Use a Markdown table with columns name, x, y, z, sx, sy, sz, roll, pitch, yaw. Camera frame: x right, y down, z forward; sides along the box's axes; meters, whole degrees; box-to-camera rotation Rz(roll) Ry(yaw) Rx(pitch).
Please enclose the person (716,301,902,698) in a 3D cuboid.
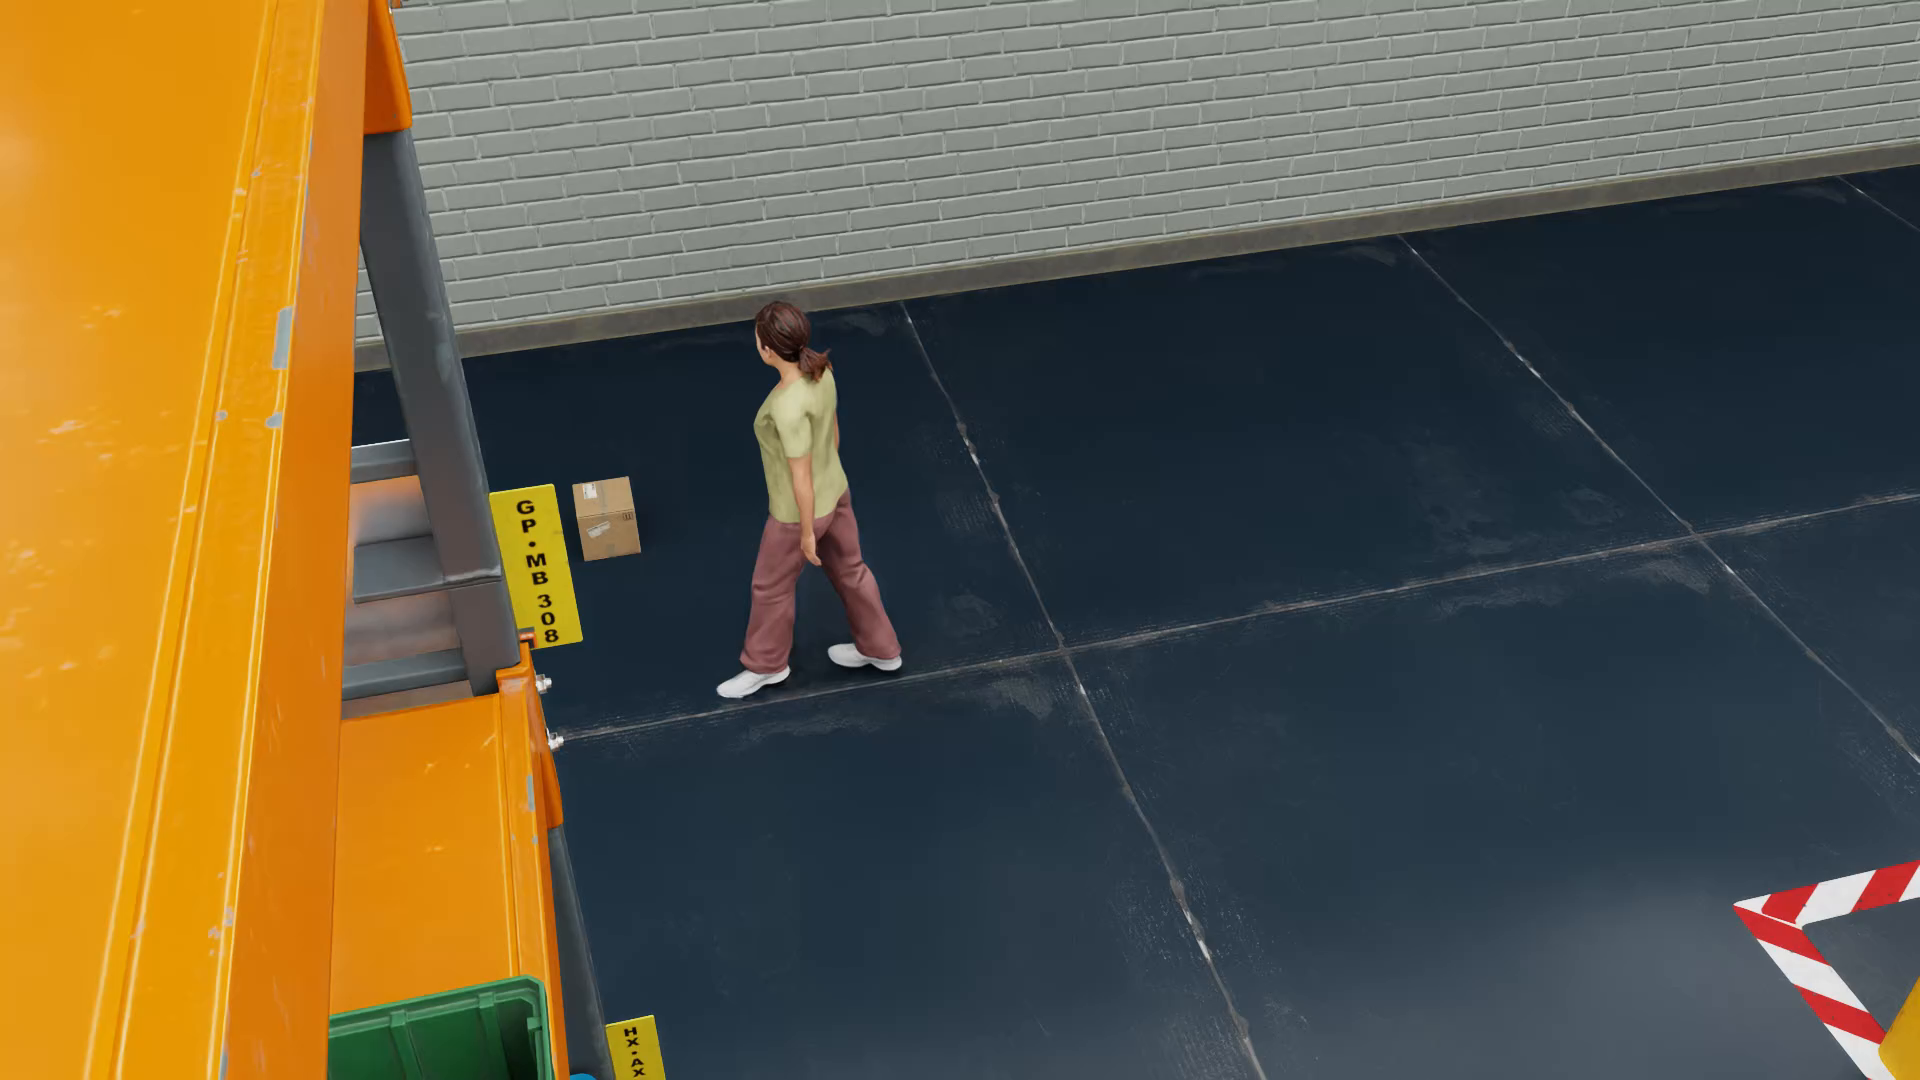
| name | x | y | z | sx | sy | sz | roll | pitch | yaw |
| --- | --- | --- | --- | --- | --- | --- | --- | --- | --- |
| person | -0.586 | -0.122 | 6.327 | 0.685 | 1.689 | 0.549 | 10 | 40 | 13 |
